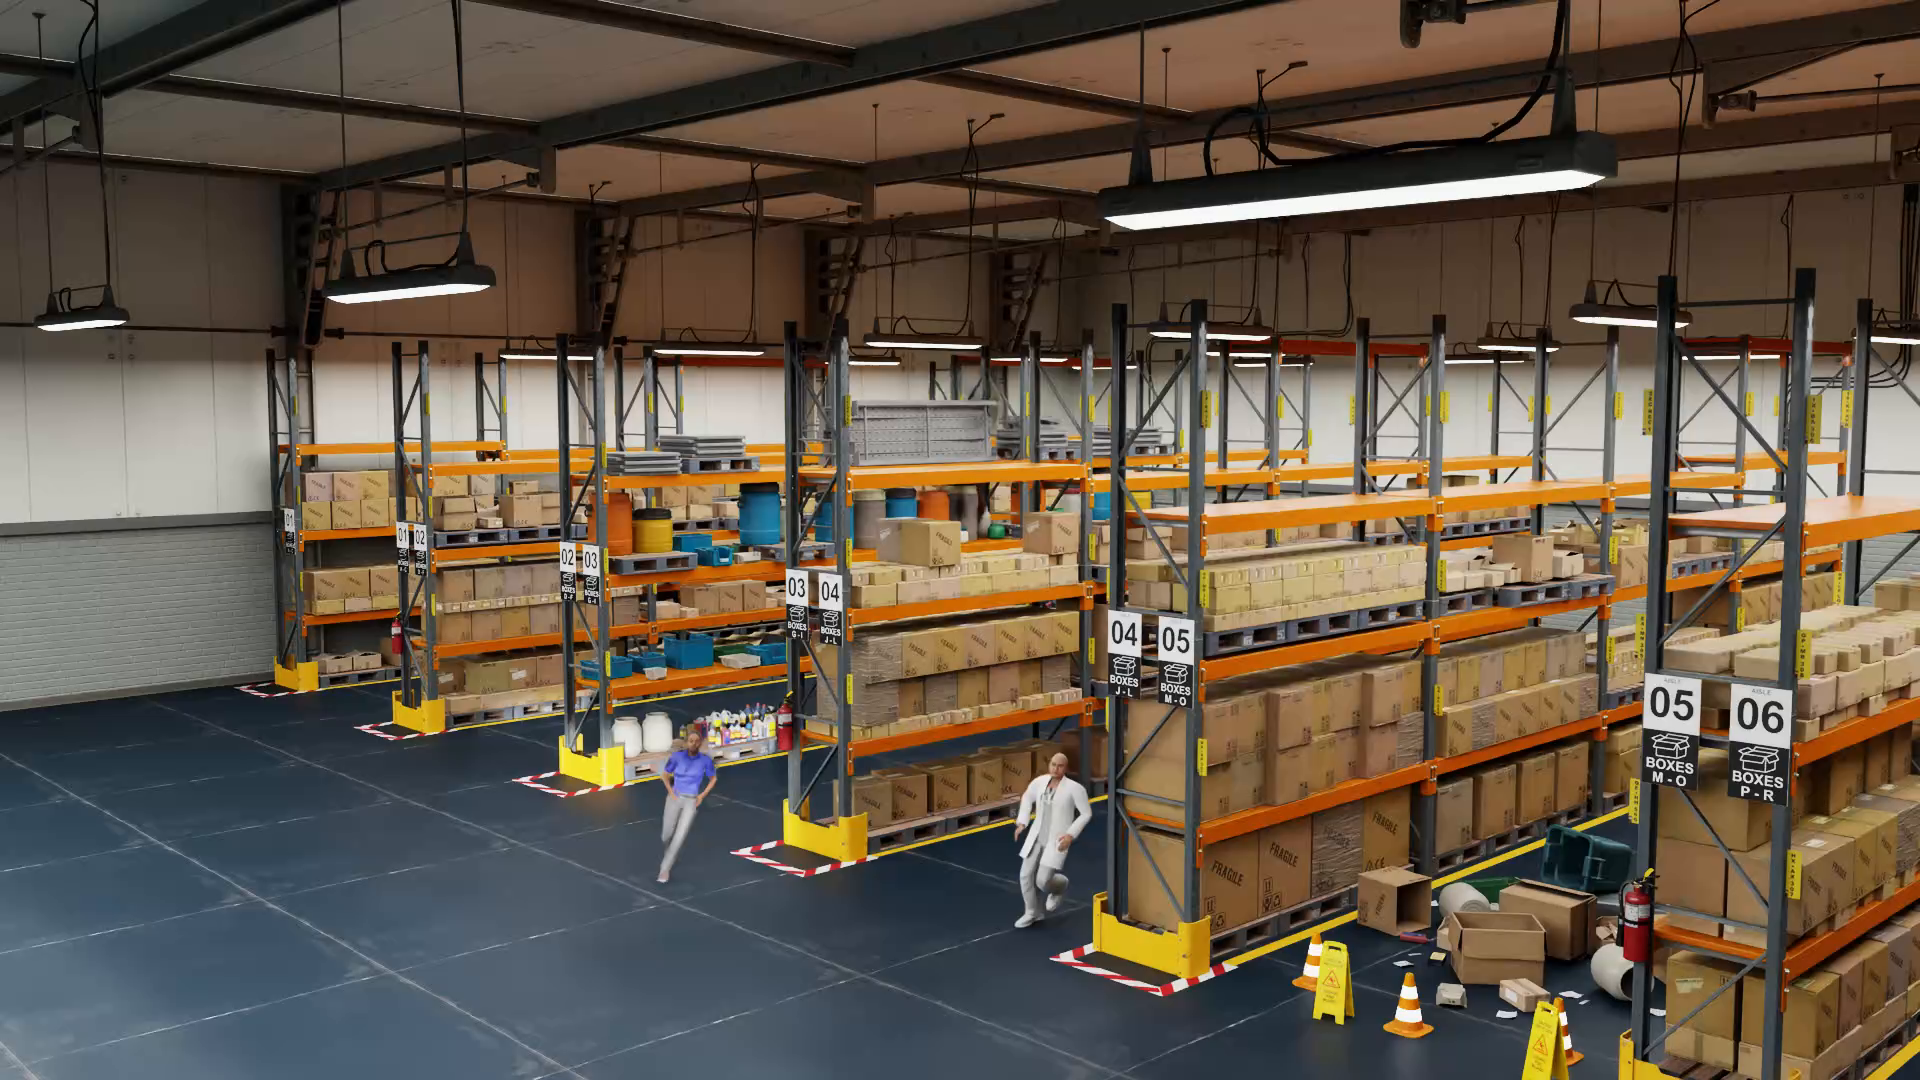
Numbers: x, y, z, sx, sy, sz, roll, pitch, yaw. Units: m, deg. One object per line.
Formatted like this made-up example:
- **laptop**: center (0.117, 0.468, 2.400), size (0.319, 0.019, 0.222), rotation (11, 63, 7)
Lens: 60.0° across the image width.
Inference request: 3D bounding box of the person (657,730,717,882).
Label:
- **person**: center (-2.937, 2.828, 17.975), size (0.620, 1.588, 0.748), rotation (0, 5, -1)

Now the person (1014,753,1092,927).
- **person**: center (0.919, 2.919, 16.236), size (0.766, 1.725, 0.614), rotation (3, 6, 34)

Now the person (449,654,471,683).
- **person**: center (-8.384, 1.902, 27.937), size (0.597, 1.689, 0.809), rotation (4, 6, 40)
